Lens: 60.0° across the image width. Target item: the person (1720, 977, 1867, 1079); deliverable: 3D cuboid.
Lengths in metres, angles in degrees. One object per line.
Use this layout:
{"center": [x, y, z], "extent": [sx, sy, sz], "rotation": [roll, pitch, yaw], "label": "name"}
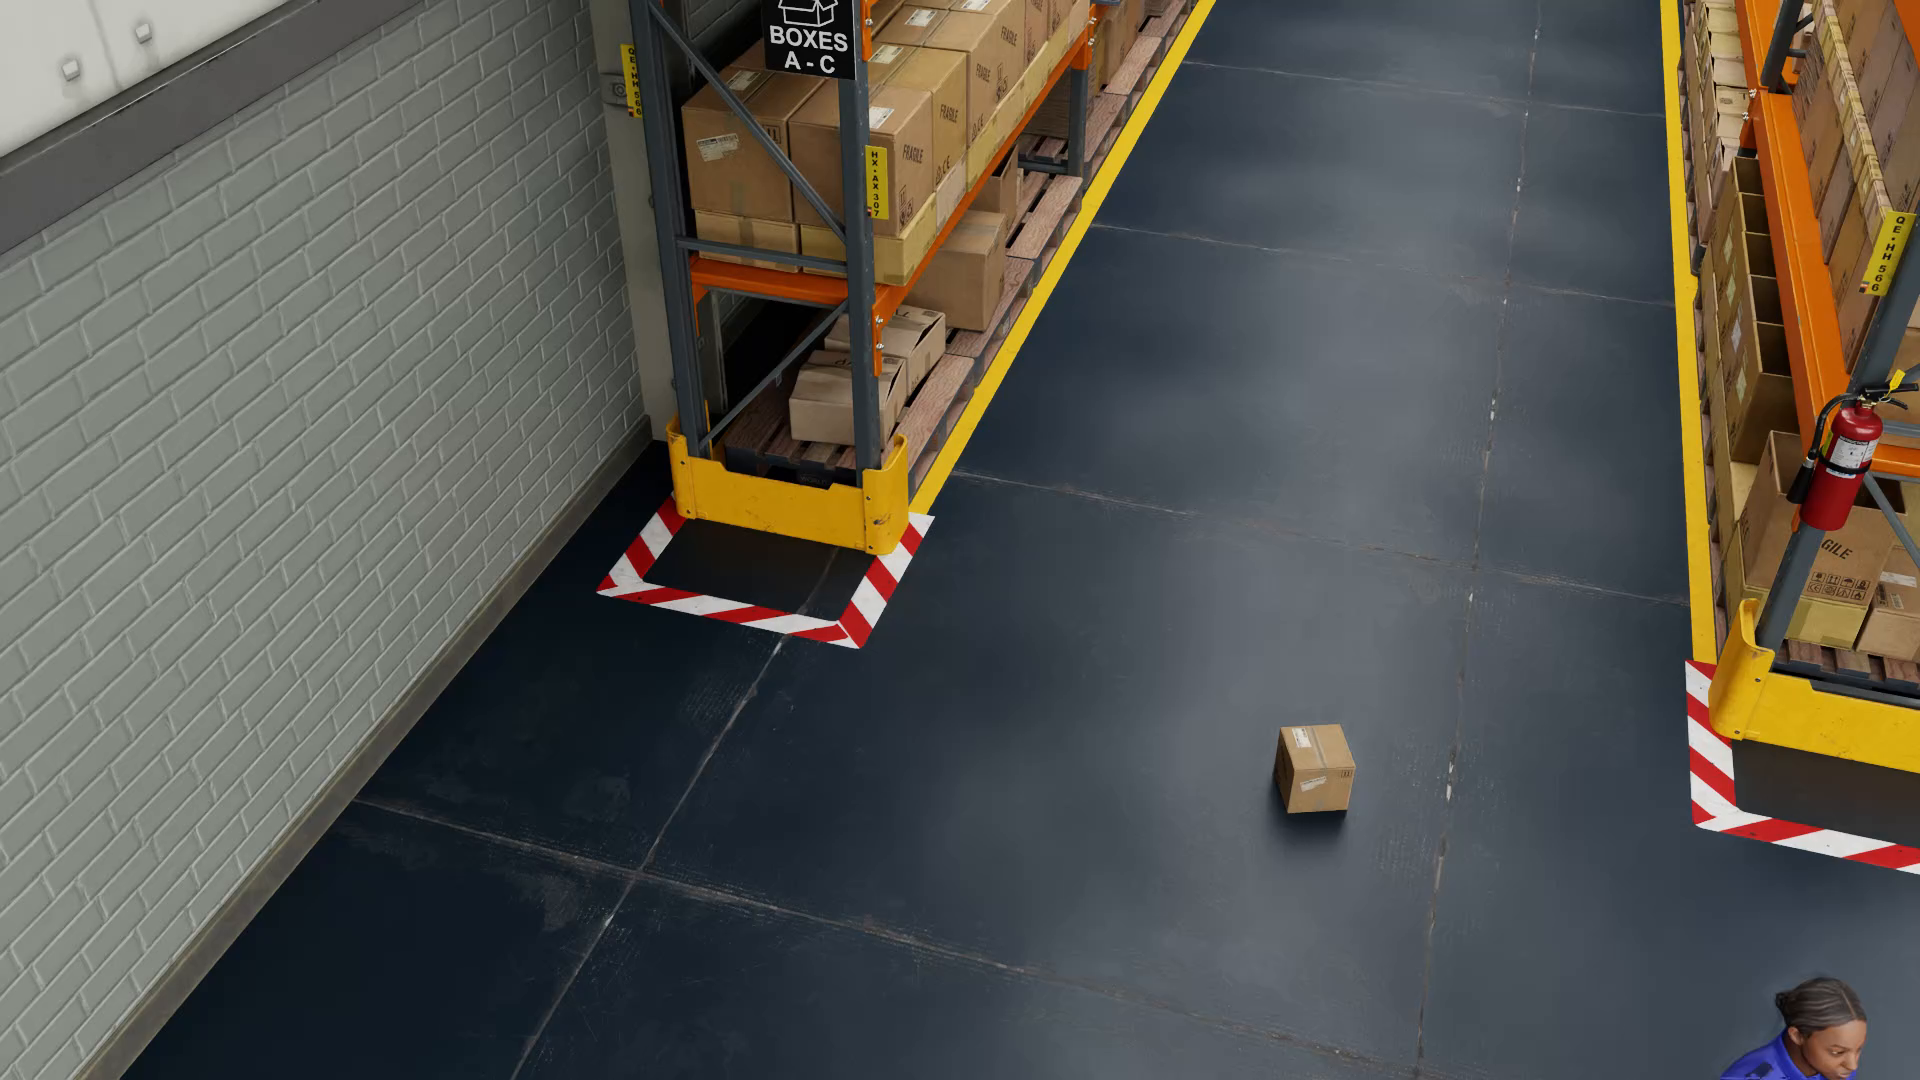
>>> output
{"center": [2.126, 1.760, 4.556], "extent": [0.451, 1.632, 0.700], "rotation": [-17, 40, -21], "label": "person"}
